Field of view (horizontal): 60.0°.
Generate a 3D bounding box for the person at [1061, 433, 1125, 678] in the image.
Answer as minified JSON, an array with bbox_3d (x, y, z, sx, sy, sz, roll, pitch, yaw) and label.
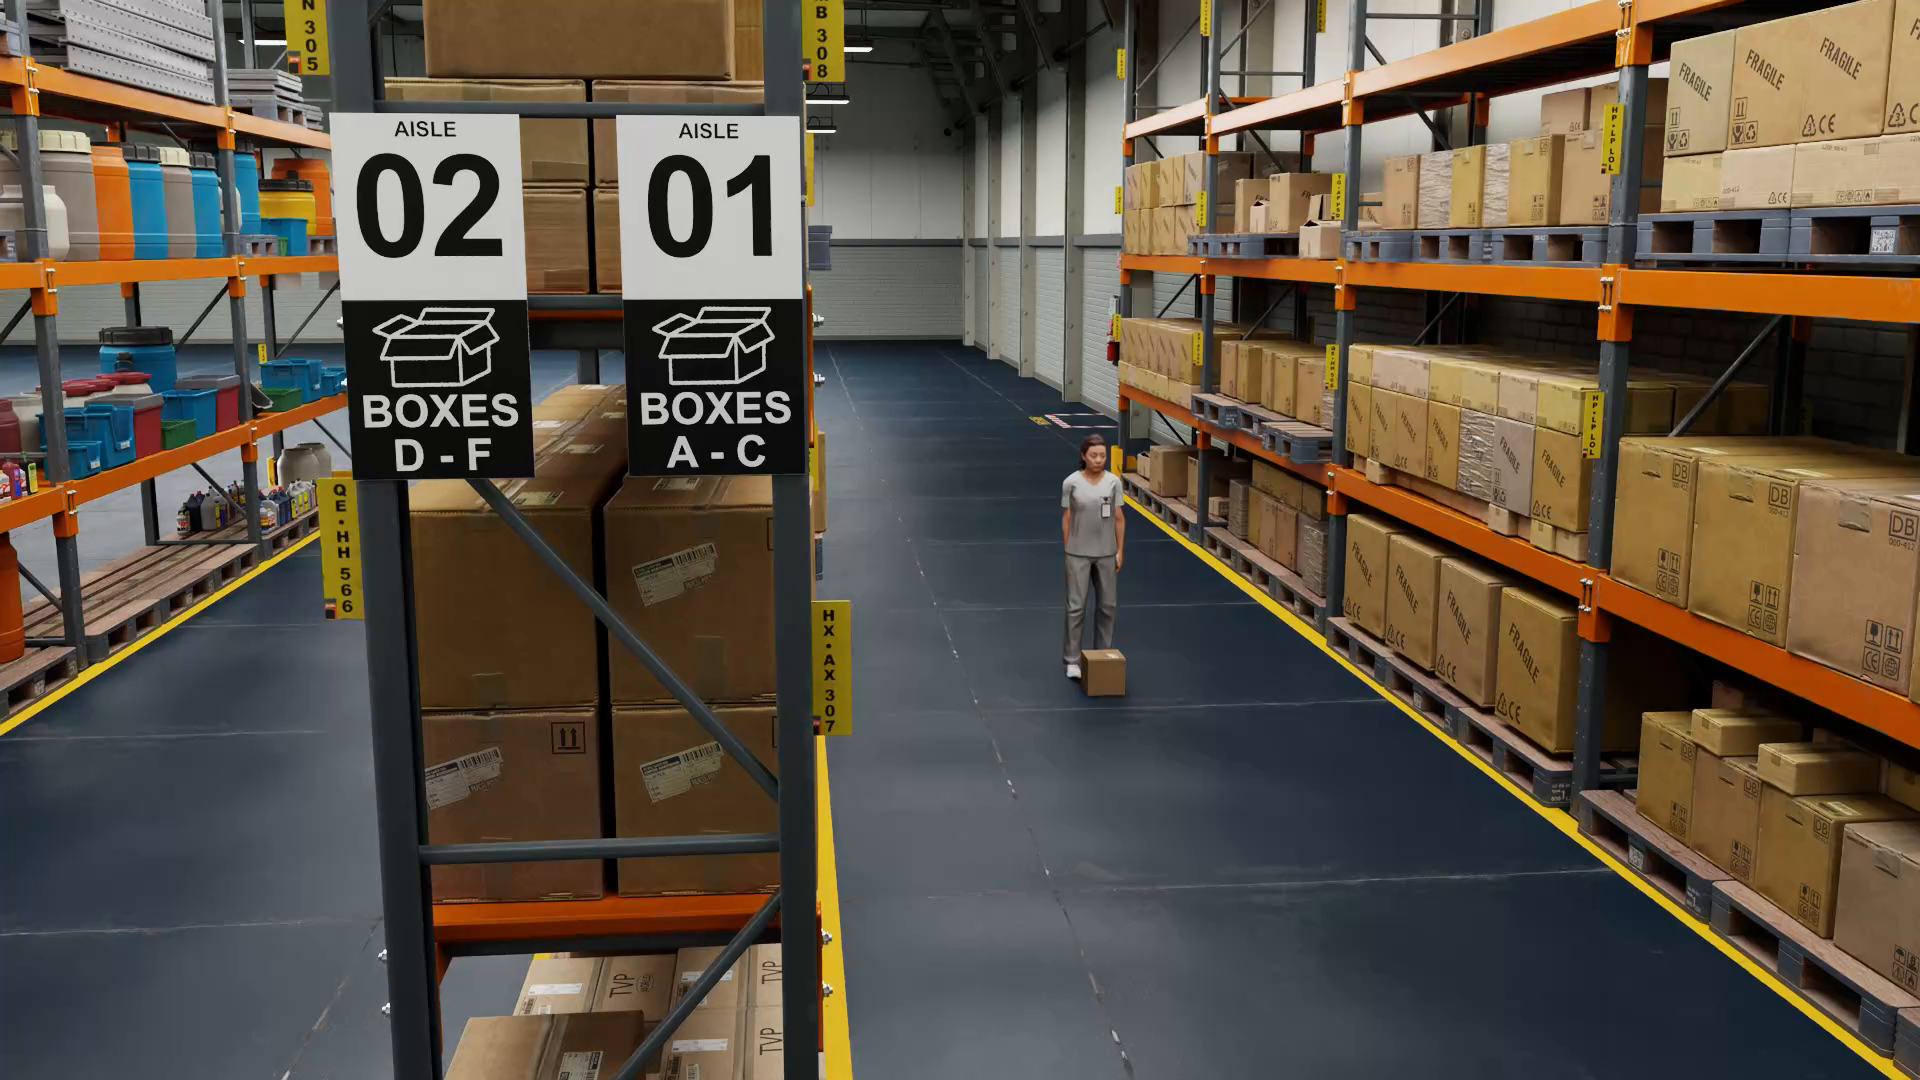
[{"bbox_3d":[0.905,0.104,11.367,0.439,1.681,0.363,-1,10,-5],"label":"person"}]
